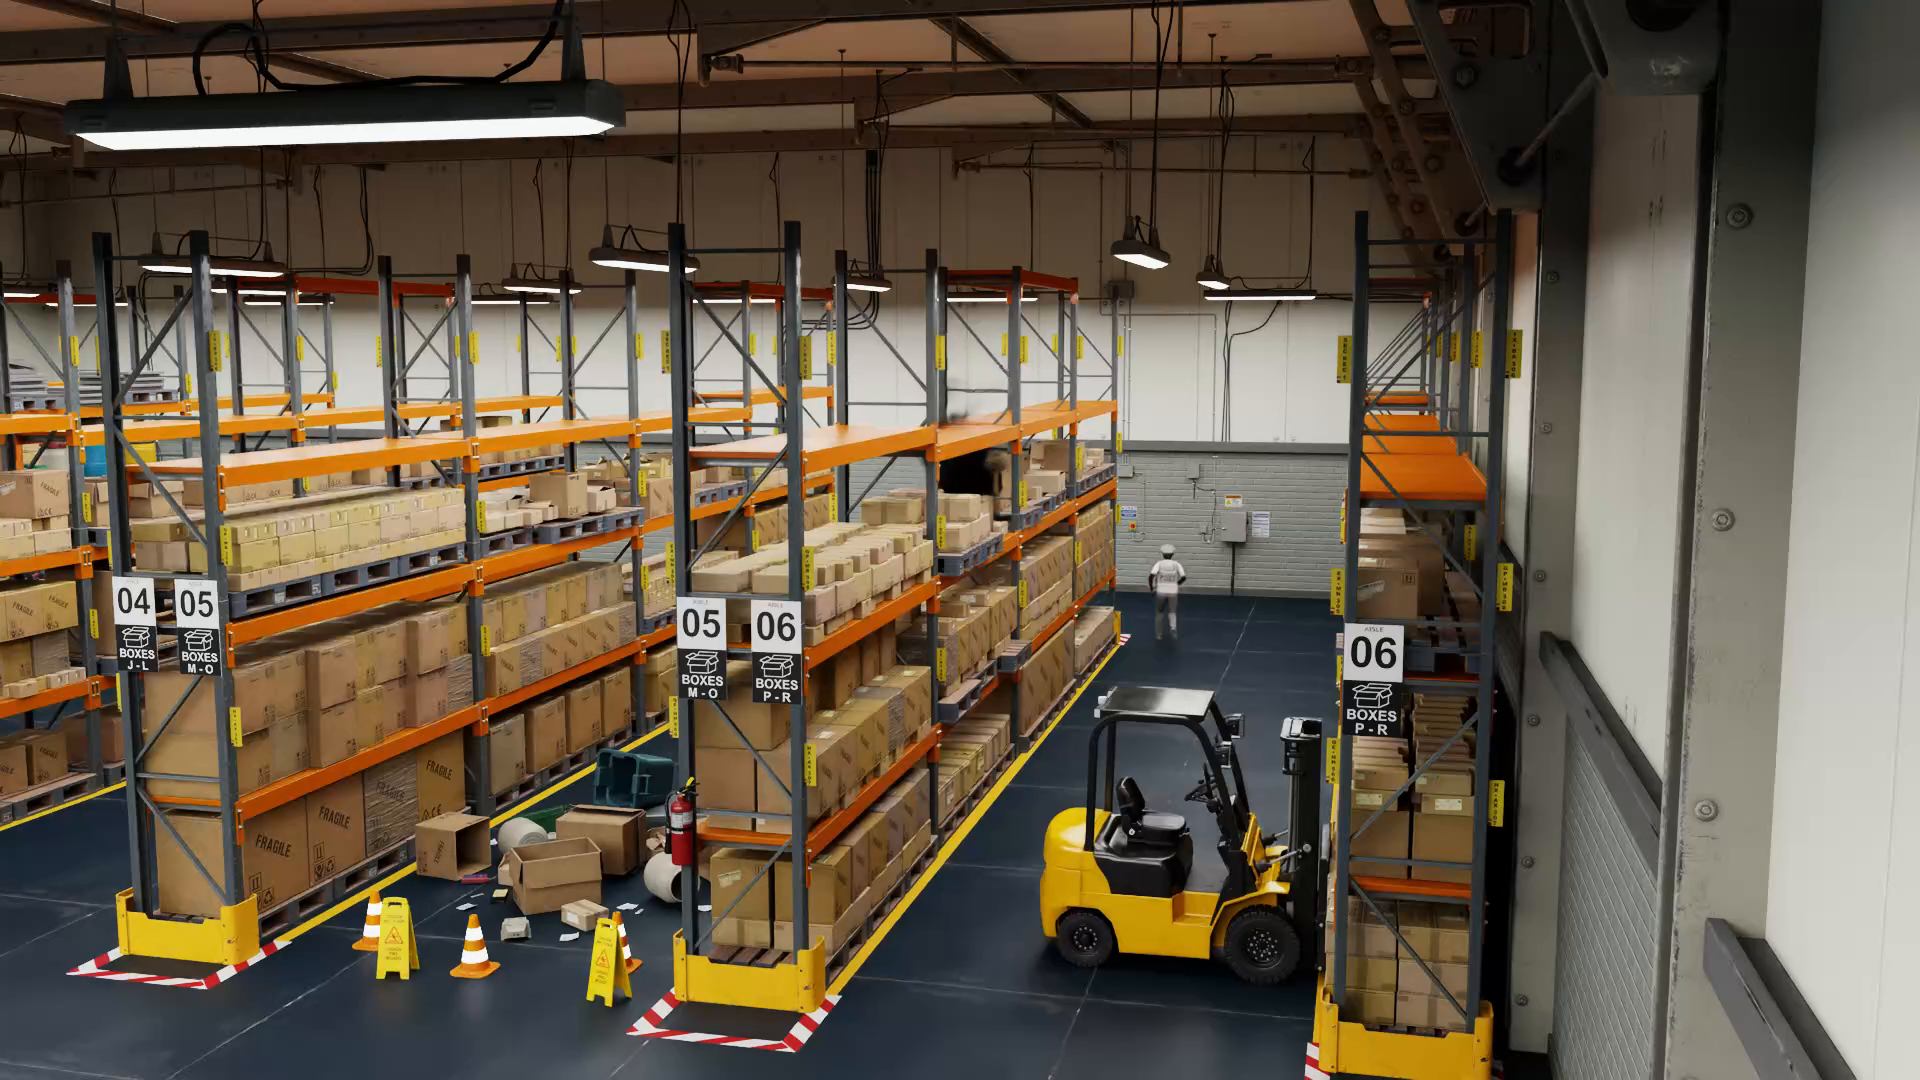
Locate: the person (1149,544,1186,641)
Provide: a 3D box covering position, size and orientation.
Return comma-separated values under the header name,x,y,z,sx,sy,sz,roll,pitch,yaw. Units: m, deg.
name,x,y,z,sx,sy,sz,roll,pitch,yaw
person,3.490,0.937,28.043,0.634,1.722,0.790,0,7,0
